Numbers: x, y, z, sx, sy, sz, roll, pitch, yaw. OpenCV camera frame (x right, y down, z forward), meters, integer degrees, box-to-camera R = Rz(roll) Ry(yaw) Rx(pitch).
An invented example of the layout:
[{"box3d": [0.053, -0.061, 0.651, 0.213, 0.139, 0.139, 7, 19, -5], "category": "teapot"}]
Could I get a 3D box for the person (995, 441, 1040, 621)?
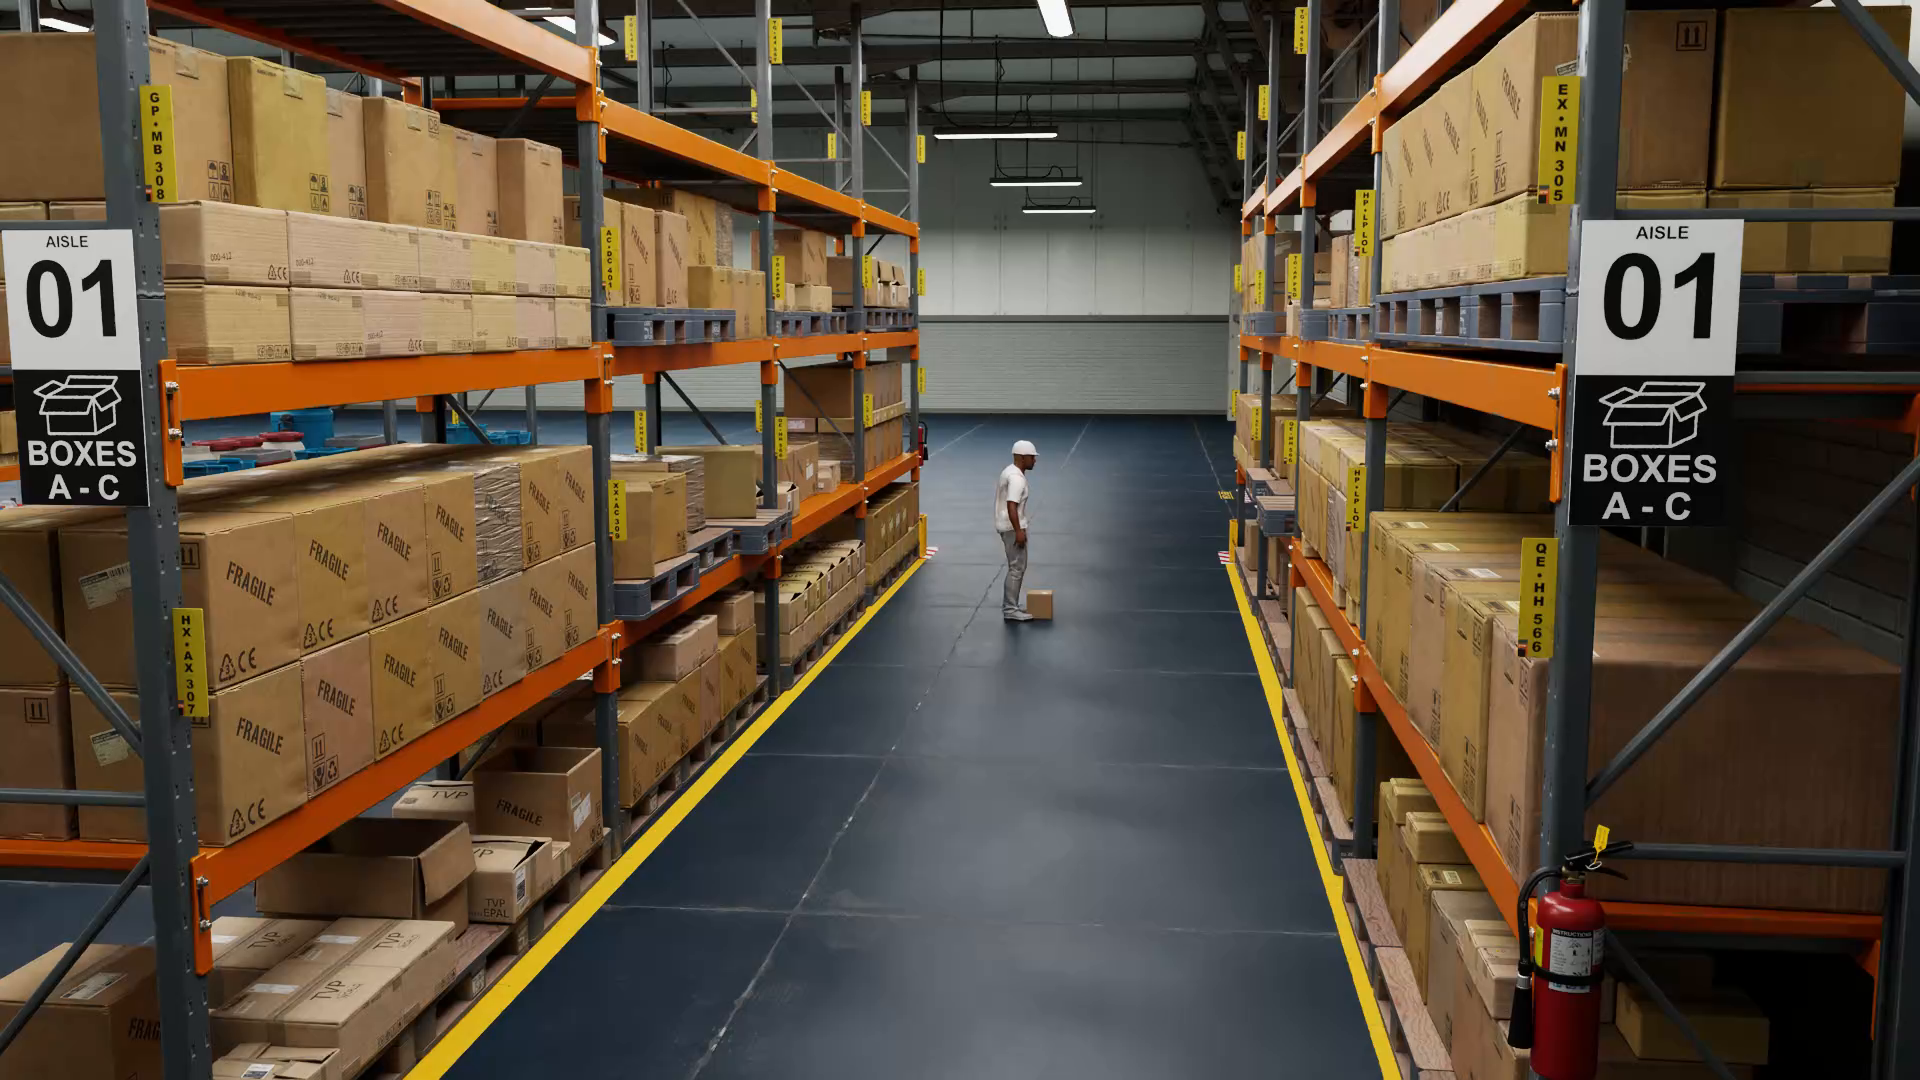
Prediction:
[{"box3d": [0.571, -0.108, 16.536, 0.454, 1.761, 0.636, 0, 8, 3], "category": "person"}]
